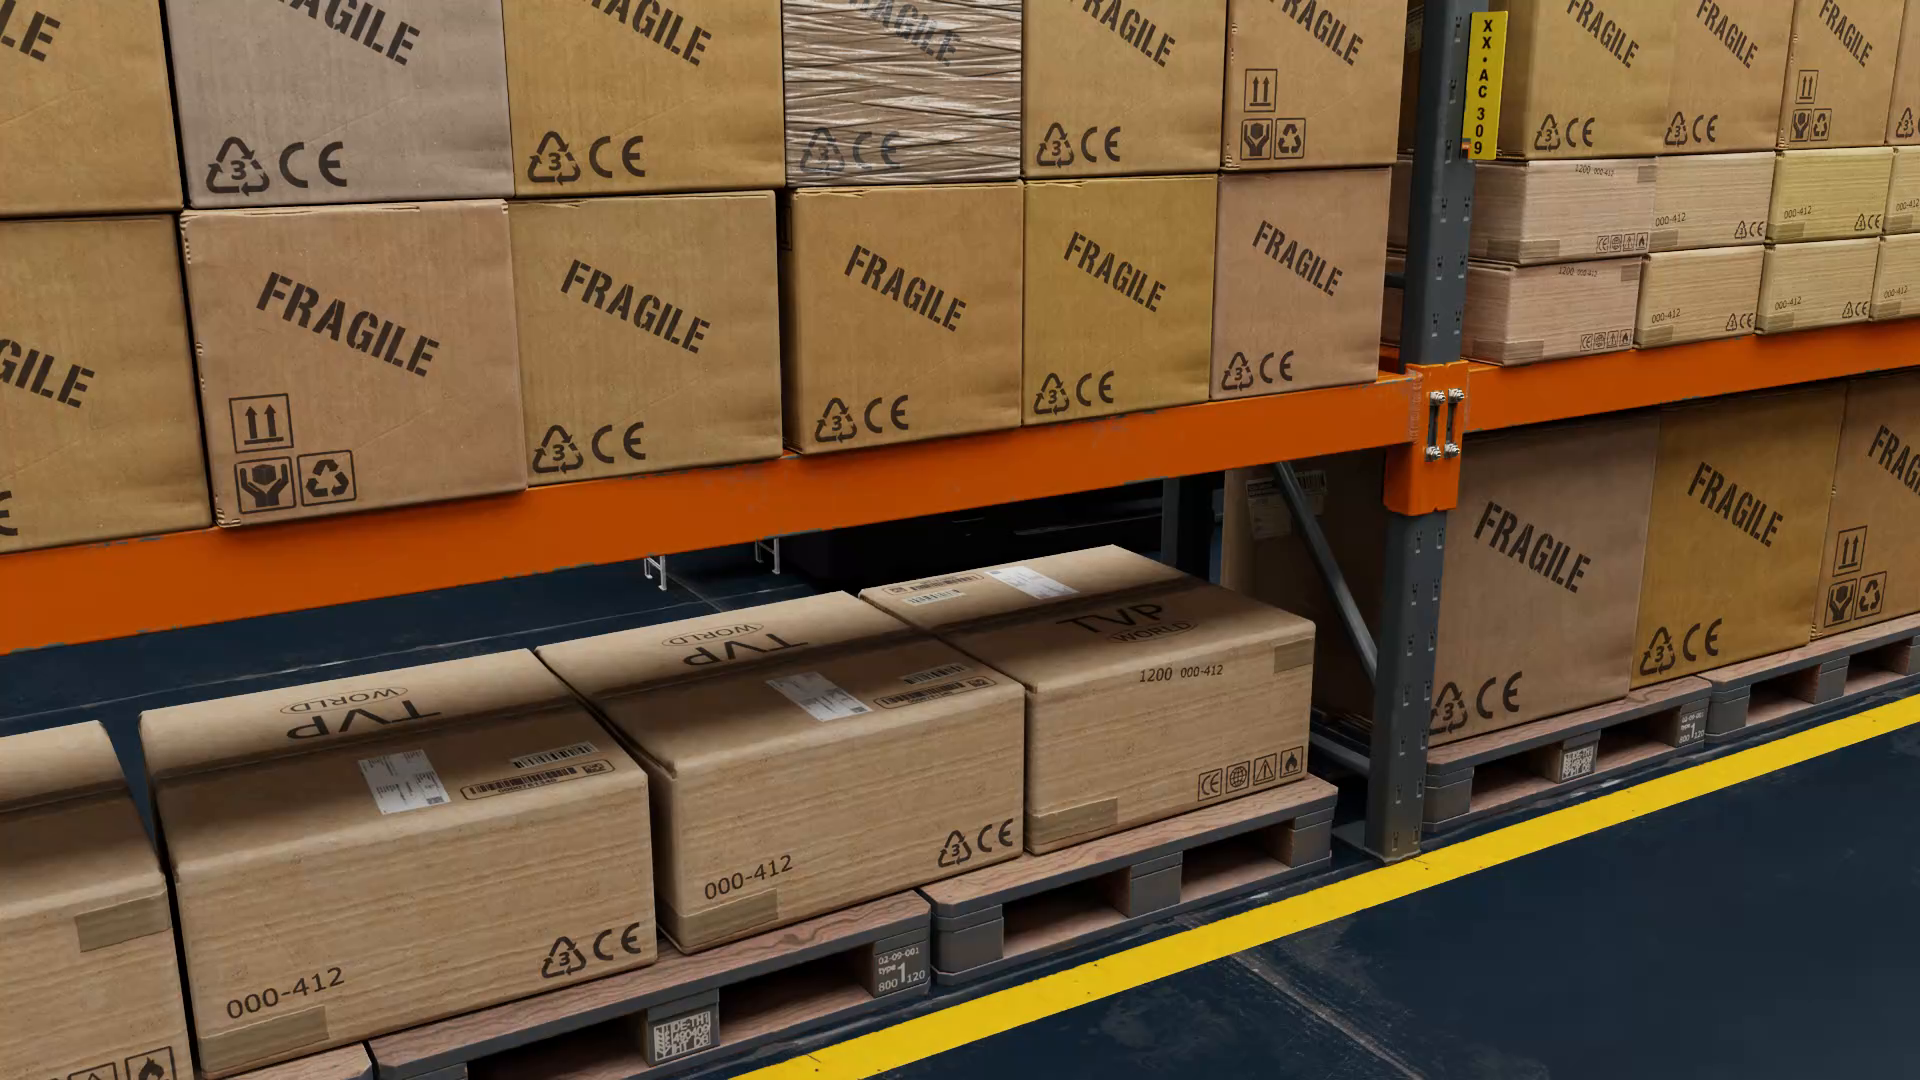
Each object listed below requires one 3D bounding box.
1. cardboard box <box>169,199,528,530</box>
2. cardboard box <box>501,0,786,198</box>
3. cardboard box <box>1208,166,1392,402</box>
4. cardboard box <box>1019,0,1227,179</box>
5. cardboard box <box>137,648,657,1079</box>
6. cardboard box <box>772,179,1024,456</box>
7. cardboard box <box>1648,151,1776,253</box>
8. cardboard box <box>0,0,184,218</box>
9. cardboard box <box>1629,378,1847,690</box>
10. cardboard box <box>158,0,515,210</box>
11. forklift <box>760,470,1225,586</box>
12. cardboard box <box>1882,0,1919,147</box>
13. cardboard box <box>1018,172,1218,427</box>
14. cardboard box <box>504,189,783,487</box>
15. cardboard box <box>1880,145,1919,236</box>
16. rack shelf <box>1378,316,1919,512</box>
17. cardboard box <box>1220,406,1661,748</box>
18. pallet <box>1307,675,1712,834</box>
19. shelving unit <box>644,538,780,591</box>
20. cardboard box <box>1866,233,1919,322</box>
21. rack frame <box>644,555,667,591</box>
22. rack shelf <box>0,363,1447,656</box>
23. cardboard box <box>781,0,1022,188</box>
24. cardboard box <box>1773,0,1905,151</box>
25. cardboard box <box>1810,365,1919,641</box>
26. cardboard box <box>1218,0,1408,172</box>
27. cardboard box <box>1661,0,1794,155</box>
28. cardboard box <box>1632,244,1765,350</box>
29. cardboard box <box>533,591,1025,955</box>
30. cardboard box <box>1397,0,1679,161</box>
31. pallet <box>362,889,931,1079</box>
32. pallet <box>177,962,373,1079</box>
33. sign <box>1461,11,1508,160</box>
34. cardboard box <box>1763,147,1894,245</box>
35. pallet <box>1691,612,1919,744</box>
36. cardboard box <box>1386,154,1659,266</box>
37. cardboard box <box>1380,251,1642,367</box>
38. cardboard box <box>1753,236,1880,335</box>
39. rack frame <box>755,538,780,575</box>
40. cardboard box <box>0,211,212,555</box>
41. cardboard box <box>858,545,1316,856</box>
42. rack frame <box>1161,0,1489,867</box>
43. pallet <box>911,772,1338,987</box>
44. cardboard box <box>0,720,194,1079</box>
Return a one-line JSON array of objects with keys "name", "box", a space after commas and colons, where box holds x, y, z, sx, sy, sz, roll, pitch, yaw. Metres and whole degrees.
[{"name": "cardboard box", "box": [-1.093, -0.348, 2.907, 0.500, 0.500, 0.500, -9, 18, -30]}, {"name": "cardboard box", "box": [-0.655, -0.903, 3.035, 0.500, 0.500, 0.500, -9, 18, -29]}, {"name": "cardboard box", "box": [0.646, -0.636, 3.937, 0.500, 0.500, 0.500, -9, 18, -29]}, {"name": "cardboard box", "box": [0.211, -1.043, 3.537, 0.500, 0.500, 0.500, -10, 18, -31]}, {"name": "cardboard box", "box": [-1.222, 0.632, 3.568, 0.875, 0.438, 0.875, -9, 18, -28]}, {"name": "cardboard box", "box": [-0.215, -0.490, 3.416, 0.500, 0.500, 0.500, -10, 18, -31]}, {"name": "cardboard box", "box": [1.867, -0.955, 4.612, 0.500, 0.250, 0.500, -9, 18, -29]}, {"name": "cardboard box", "box": [-1.519, -0.760, 2.525, 0.500, 0.500, 0.500, -10, 18, -31]}, {"name": "cardboard box", "box": [2.173, -0.123, 5.450, 0.875, 0.875, 0.875, -9, 18, -28]}, {"name": "cardboard box", "box": [-1.082, -0.833, 2.786, 0.500, 0.500, 0.500, -9, 18, -30]}, {"name": "forklift", "box": [0.552, -1.489, 7.293, 3.031, 2.935, 1.130, -8, 18, -27]}, {"name": "cardboard box", "box": [2.730, -1.456, 5.008, 0.500, 0.500, 0.500, -10, 18, -31]}, {"name": "cardboard box", "box": [0.208, -0.564, 3.678, 0.500, 0.500, 0.500, -10, 18, -31]}, {"name": "cardboard box", "box": [-0.672, -0.421, 3.169, 0.500, 0.500, 0.500, -9, 18, -28]}, {"name": "cardboard box", "box": [2.746, -1.090, 5.093, 0.500, 0.250, 0.500, -10, 18, -31]}, {"name": "rack shelf", "box": [2.627, -0.643, 5.481, 4.000, 0.370, 1.077, -9, 18, -30]}, {"name": "cardboard box", "box": [1.402, 0.004, 4.995, 0.875, 0.875, 0.875, -9, 18, -28]}, {"name": "pallet", "box": [1.535, 0.506, 5.213, 1.213, 0.211, 1.003, -9, 18, -30]}, {"name": "shelving unit", "box": [-1.026, -0.433, 6.731, 0.503, 1.200, 0.258, -8, 18, -27]}, {"name": "cardboard box", "box": [2.749, -0.847, 5.152, 0.500, 0.250, 0.500, -10, 18, -31]}, {"name": "rack frame", "box": [-1.242, -0.402, 6.622, 0.015, 1.200, 0.240, -8, 18, -27]}, {"name": "rack shelf", "box": [-0.802, -0.087, 3.497, 4.000, 0.370, 1.077, -9, 18, -30]}, {"name": "cardboard box", "box": [-0.221, -0.970, 3.276, 0.500, 0.500, 0.500, -9, 18, -29]}, {"name": "cardboard box", "box": [2.291, -1.382, 4.746, 0.500, 0.500, 0.500, -10, 18, -31]}, {"name": "cardboard box", "box": [2.939, -0.247, 5.893, 0.875, 0.875, 0.875, -9, 18, -29]}, {"name": "cardboard box", "box": [0.650, -1.112, 3.781, 0.500, 0.500, 0.500, -9, 18, -30]}, {"name": "cardboard box", "box": [1.859, -1.313, 4.499, 0.500, 0.500, 0.500, -9, 18, -30]}, {"name": "cardboard box", "box": [1.868, -0.712, 4.670, 0.500, 0.250, 0.500, -10, 18, -31]}, {"name": "cardboard box", "box": [-0.448, 0.507, 4.014, 0.875, 0.438, 0.875, -10, 18, -31]}, {"name": "cardboard box", "box": [1.437, -1.236, 4.224, 0.500, 0.500, 0.500, -9, 18, -29]}, {"name": "pallet", "box": [-0.827, 0.889, 3.847, 1.213, 0.211, 1.003, -9, 18, -30]}, {"name": "pallet", "box": [-1.871, 1.058, 3.246, 1.213, 0.211, 1.003, -9, 18, -30]}, {"name": "sign", "box": [1.199, -1.039, 3.807, 0.005, 0.325, 0.100, -9, 18, -30]}, {"name": "cardboard box", "box": [2.313, -1.019, 4.840, 0.500, 0.250, 0.500, -9, 18, -29]}, {"name": "pallet", "box": [2.582, 0.335, 5.822, 1.213, 0.211, 1.003, -9, 18, -30]}, {"name": "cardboard box", "box": [1.435, -0.876, 4.330, 0.500, 0.250, 0.500, -10, 18, -31]}, {"name": "cardboard box", "box": [1.425, -0.640, 4.412, 0.500, 0.250, 0.500, -10, 18, -31]}, {"name": "cardboard box", "box": [2.316, -0.780, 4.911, 0.500, 0.250, 0.500, -9, 18, -30]}, {"name": "rack frame", "box": [-0.809, -0.464, 6.840, 0.015, 1.200, 0.240, -8, 18, -27]}, {"name": "cardboard box", "box": [-1.538, -0.281, 2.670, 0.500, 0.500, 0.500, -10, 18, -31]}, {"name": "cardboard box", "box": [0.319, 0.382, 4.458, 0.875, 0.438, 0.875, -10, 18, -31]}, {"name": "rack frame", "box": [0.912, -0.712, 4.392, 0.127, 3.000, 1.000, -9, 18, -30]}, {"name": "pallet", "box": [0.220, 0.718, 4.456, 1.213, 0.211, 1.003, -9, 18, -30]}, {"name": "cardboard box", "box": [-2.002, 0.761, 3.107, 0.875, 0.438, 0.875, -10, 18, -32]}]
